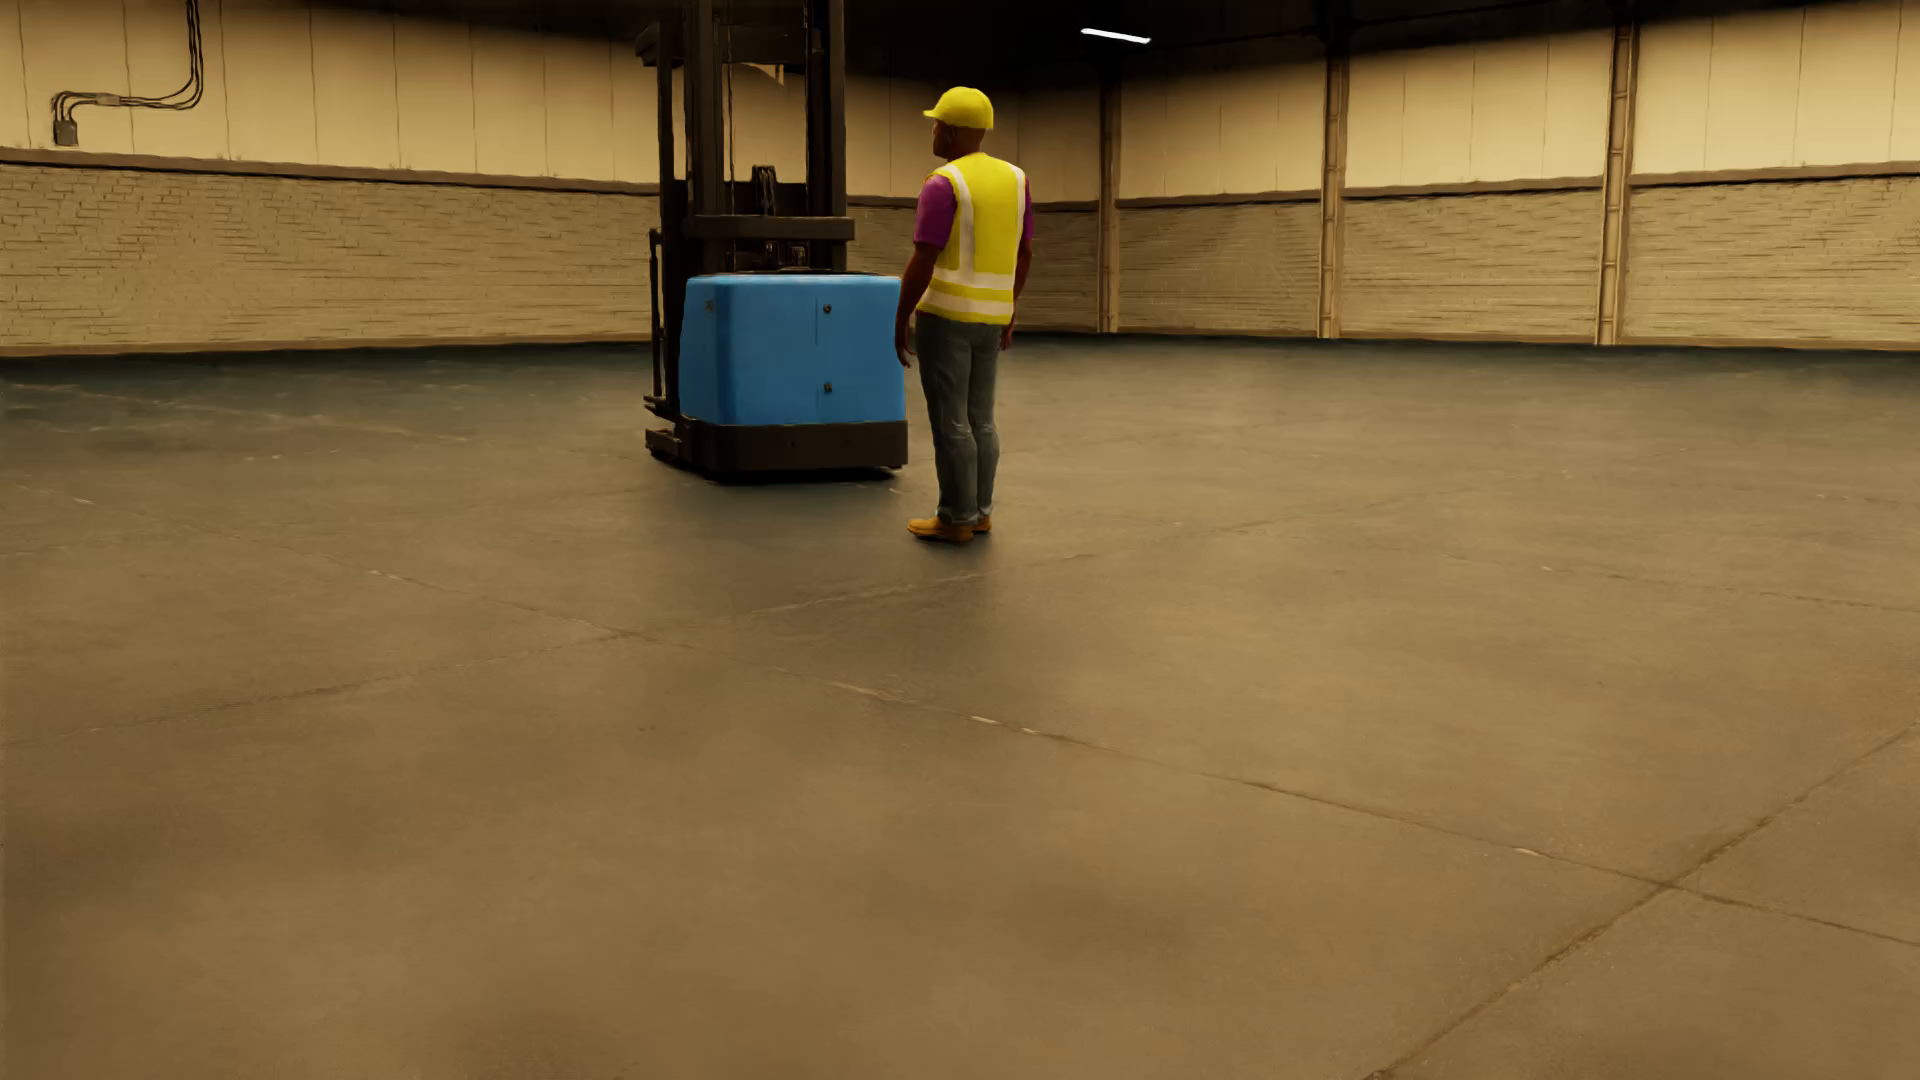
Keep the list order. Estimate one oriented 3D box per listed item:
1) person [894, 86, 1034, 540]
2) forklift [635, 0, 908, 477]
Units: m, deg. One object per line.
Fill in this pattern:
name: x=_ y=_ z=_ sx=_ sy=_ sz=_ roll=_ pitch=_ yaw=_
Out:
person: x=-0.046 y=-0.888 z=6.636 sx=0.576 sy=1.766 sz=0.665 roll=8 pitch=12 yaw=43
forklift: x=-1.287 y=-1.962 z=9.906 sx=1.130 sy=2.935 sz=3.031 roll=-3 pitch=9 yaw=-21
